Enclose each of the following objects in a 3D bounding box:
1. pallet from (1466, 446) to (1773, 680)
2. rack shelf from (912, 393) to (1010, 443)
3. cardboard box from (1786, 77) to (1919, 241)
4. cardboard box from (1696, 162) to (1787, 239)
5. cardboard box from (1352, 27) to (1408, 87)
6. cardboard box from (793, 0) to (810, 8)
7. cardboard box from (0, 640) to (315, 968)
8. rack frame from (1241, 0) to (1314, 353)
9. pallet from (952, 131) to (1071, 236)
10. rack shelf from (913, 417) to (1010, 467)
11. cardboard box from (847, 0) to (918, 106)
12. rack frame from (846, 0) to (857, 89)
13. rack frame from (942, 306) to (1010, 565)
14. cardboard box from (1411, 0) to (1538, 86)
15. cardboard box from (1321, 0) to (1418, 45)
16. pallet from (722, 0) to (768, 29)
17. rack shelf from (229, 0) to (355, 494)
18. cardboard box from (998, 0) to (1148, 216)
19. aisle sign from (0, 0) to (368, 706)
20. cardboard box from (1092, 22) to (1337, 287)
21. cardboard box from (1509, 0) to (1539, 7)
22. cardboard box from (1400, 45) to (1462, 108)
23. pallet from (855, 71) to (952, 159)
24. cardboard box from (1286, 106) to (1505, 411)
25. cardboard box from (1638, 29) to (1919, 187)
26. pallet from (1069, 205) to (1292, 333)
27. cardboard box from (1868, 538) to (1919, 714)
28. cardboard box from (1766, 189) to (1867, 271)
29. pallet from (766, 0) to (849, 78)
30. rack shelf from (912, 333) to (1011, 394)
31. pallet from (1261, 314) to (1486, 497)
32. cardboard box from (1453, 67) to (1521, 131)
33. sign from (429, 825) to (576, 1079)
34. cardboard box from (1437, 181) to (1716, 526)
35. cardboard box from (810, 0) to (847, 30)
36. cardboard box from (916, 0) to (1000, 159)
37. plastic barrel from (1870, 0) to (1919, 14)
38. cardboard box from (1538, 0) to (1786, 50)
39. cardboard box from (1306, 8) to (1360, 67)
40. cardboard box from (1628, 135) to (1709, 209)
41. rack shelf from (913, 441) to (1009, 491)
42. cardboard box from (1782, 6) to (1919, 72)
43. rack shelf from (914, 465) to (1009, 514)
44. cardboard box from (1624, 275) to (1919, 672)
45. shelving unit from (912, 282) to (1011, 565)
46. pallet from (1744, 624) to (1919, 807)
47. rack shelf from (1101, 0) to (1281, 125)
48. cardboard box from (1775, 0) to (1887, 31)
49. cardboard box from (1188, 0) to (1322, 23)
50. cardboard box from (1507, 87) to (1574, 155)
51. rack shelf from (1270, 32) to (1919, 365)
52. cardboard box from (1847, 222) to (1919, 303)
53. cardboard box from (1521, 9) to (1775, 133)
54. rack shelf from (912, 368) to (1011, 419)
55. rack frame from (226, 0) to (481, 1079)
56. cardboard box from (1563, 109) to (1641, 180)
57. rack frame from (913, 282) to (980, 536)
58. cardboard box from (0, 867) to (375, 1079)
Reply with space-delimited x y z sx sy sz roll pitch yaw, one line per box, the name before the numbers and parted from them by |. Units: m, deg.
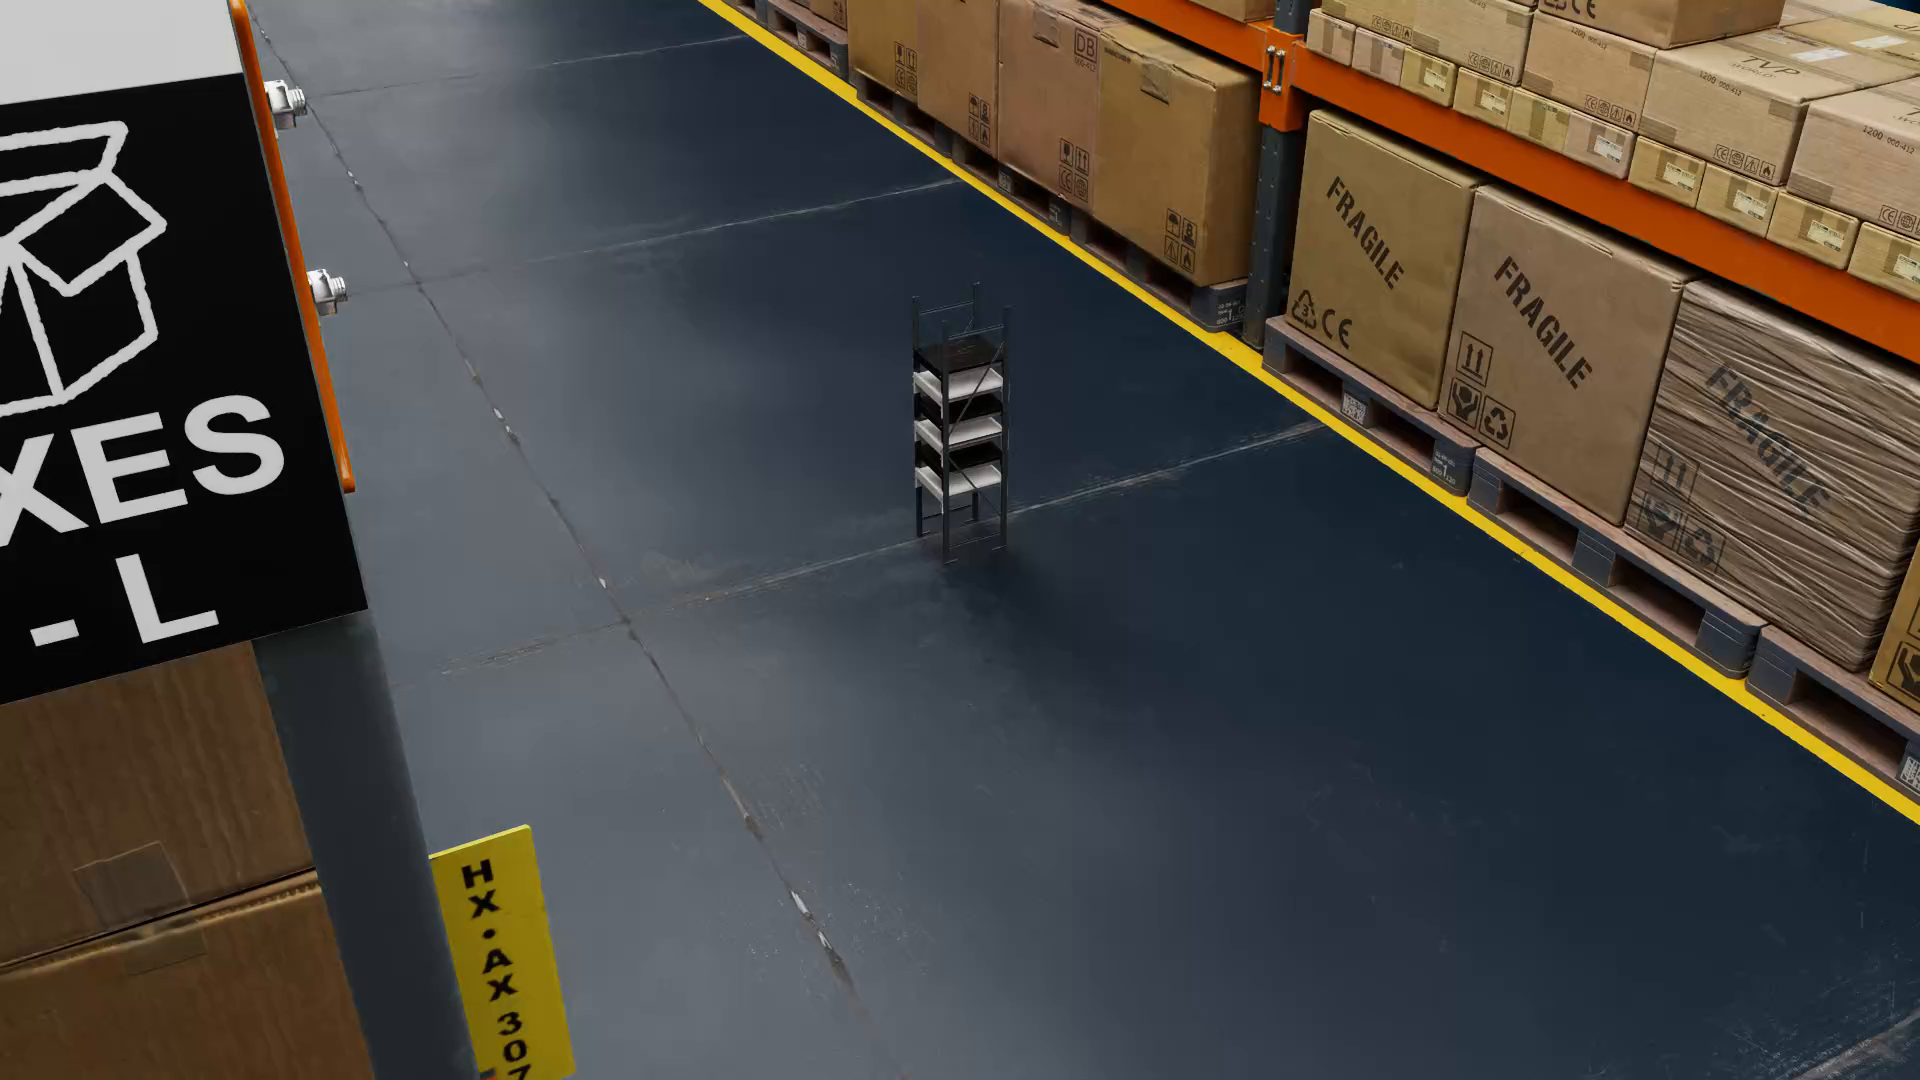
pallet | 2.523 -0.066 5.657 1.003 0.211 1.213 -16 36 -23
rack shelf | 0.004 -0.423 5.471 0.258 0.077 0.200 -16 36 -23
cardboard box | 2.596 -1.008 4.406 0.500 0.250 0.500 -17 36 -25
cardboard box | 2.360 -1.007 4.775 0.380 0.149 0.250 -15 36 -22
cardboard box | 1.631 -1.750 5.933 0.380 0.149 0.250 -17 36 -25
cardboard box | -0.800 -3.823 10.846 0.700 0.500 0.500 -19 37 -27
cardboard box | -0.880 0.033 1.622 0.500 0.500 0.500 -16 36 -23
rack frame | 1.665 -2.205 6.412 1.000 3.000 0.127 -16 36 -23
pallet | 0.666 -1.964 8.619 1.003 0.211 1.213 -16 36 -23
rack shelf | 0.004 -0.347 5.519 0.258 0.077 0.200 -16 36 -23
cardboard box | 0.103 -3.062 9.329 1.225 0.875 0.875 -18 37 -25
rack frame | -0.200 -4.114 9.391 1.000 3.000 0.127 -16 36 -23
rack frame | 0.051 -0.327 5.425 0.240 0.900 0.006 -16 36 -23
cardboard box | 1.880 -1.739 5.547 0.500 0.250 0.500 -16 36 -23
cardboard box | 1.652 -1.977 5.919 0.500 0.250 0.500 -17 36 -24
pallet | -1.128 -3.895 11.634 1.003 0.211 1.213 -16 36 -23
rack shelf | -1.838 -1.012 2.435 1.077 0.370 4.000 -16 36 -23
cardboard box | 0.931 -2.214 8.006 1.225 0.875 0.875 -17 36 -25
aisle sign | -0.606 -0.232 0.922 0.394 0.787 0.004 -16 36 -23
cardboard box | 1.349 -1.788 7.341 1.225 0.875 0.875 -16 36 -23
cardboard box | 1.885 -2.054 5.343 0.500 0.500 0.500 -16 36 -23
cardboard box | 1.754 -1.624 5.737 0.380 0.149 0.250 -15 35 -22
pallet | 0.101 -2.545 9.527 1.003 0.211 1.213 -16 36 -23
cardboard box | 1.902 -1.153 6.349 0.875 0.875 0.875 -16 36 -23
cardboard box | 2.349 -1.256 4.793 0.500 0.250 0.500 -16 36 -23
pallet | 1.238 -1.381 7.709 1.003 0.211 1.213 -16 36 -23
cardboard box | 3.161 0.136 4.338 0.875 0.875 0.875 -16 36 -23
cardboard box | 2.474 -0.889 4.589 0.380 0.149 0.250 -16 36 -23
pallet | -0.563 -3.314 10.726 1.003 0.211 1.213 -16 36 -23
rack shelf | 0.004 -0.574 5.374 0.258 0.077 0.200 -16 36 -23
pallet | 1.950 -0.649 6.567 1.003 0.211 1.213 -16 36 -23
cardboard box | 1.879 -1.499 5.542 0.380 0.149 0.250 -17 36 -24
sign | -0.425 0.402 1.540 0.100 0.325 0.005 -16 36 -23
cardboard box | 2.321 -0.723 5.678 0.875 0.875 0.875 -16 36 -23
cardboard box | -0.530 -3.562 10.438 0.700 0.500 0.500 -18 37 -26
cardboard box | 0.512 -2.635 8.662 1.225 0.875 0.875 -16 36 -23
plastic barrel | 5.478 -3.346 9.749 0.600 0.901 0.708 -16 36 -23
cardboard box | 2.131 -1.806 4.957 0.500 0.500 0.500 -17 36 -25
cardboard box | 1.509 -1.875 6.129 0.380 0.149 0.250 -16 36 -23
cardboard box | 2.237 -1.131 4.968 0.380 0.149 0.250 -17 36 -24
rack shelf | 0.004 -0.271 5.568 0.258 0.077 0.200 -16 36 -23
cardboard box | 2.818 -1.390 5.003 0.500 0.250 0.500 -17 36 -24
rack shelf | 0.004 -0.195 5.616 0.258 0.077 0.200 -16 36 -23
cardboard box | 2.736 -0.298 5.015 0.875 0.875 0.875 -16 36 -23
shelving unit | 0.004 -0.375 5.501 0.258 0.900 0.210 -16 36 -23
pallet | 3.088 0.516 4.749 1.003 0.211 1.213 -16 36 -23
rack shelf | 0.732 -2.857 8.096 1.077 0.370 4.000 -16 36 -23
cardboard box | 2.584 -1.633 5.382 0.500 0.250 0.500 -15 36 -22
cardboard box | 1.205 -2.402 6.626 0.500 0.500 0.500 -16 36 -23
cardboard box | 1.998 -1.377 5.351 0.380 0.149 0.250 -16 36 -24
rack shelf | 2.597 -0.948 5.116 1.077 0.370 4.000 -16 36 -23
cardboard box | 2.595 -0.765 4.396 0.380 0.149 0.250 -17 36 -24
cardboard box | 2.126 -1.493 5.163 0.500 0.250 0.500 -15 36 -22
rack shelf | 0.004 -0.499 5.422 0.258 0.077 0.200 -16 36 -23
rack frame | -0.902 0.902 1.562 0.949 2.616 0.053 -16 36 -23
cardboard box | 2.113 -1.256 5.163 0.380 0.149 0.250 -15 36 -23
rack frame | -0.044 -0.424 5.577 0.240 0.900 0.006 -16 36 -23
cardboard box | -0.870 0.452 1.896 0.500 0.500 0.500 -14 35 -21
